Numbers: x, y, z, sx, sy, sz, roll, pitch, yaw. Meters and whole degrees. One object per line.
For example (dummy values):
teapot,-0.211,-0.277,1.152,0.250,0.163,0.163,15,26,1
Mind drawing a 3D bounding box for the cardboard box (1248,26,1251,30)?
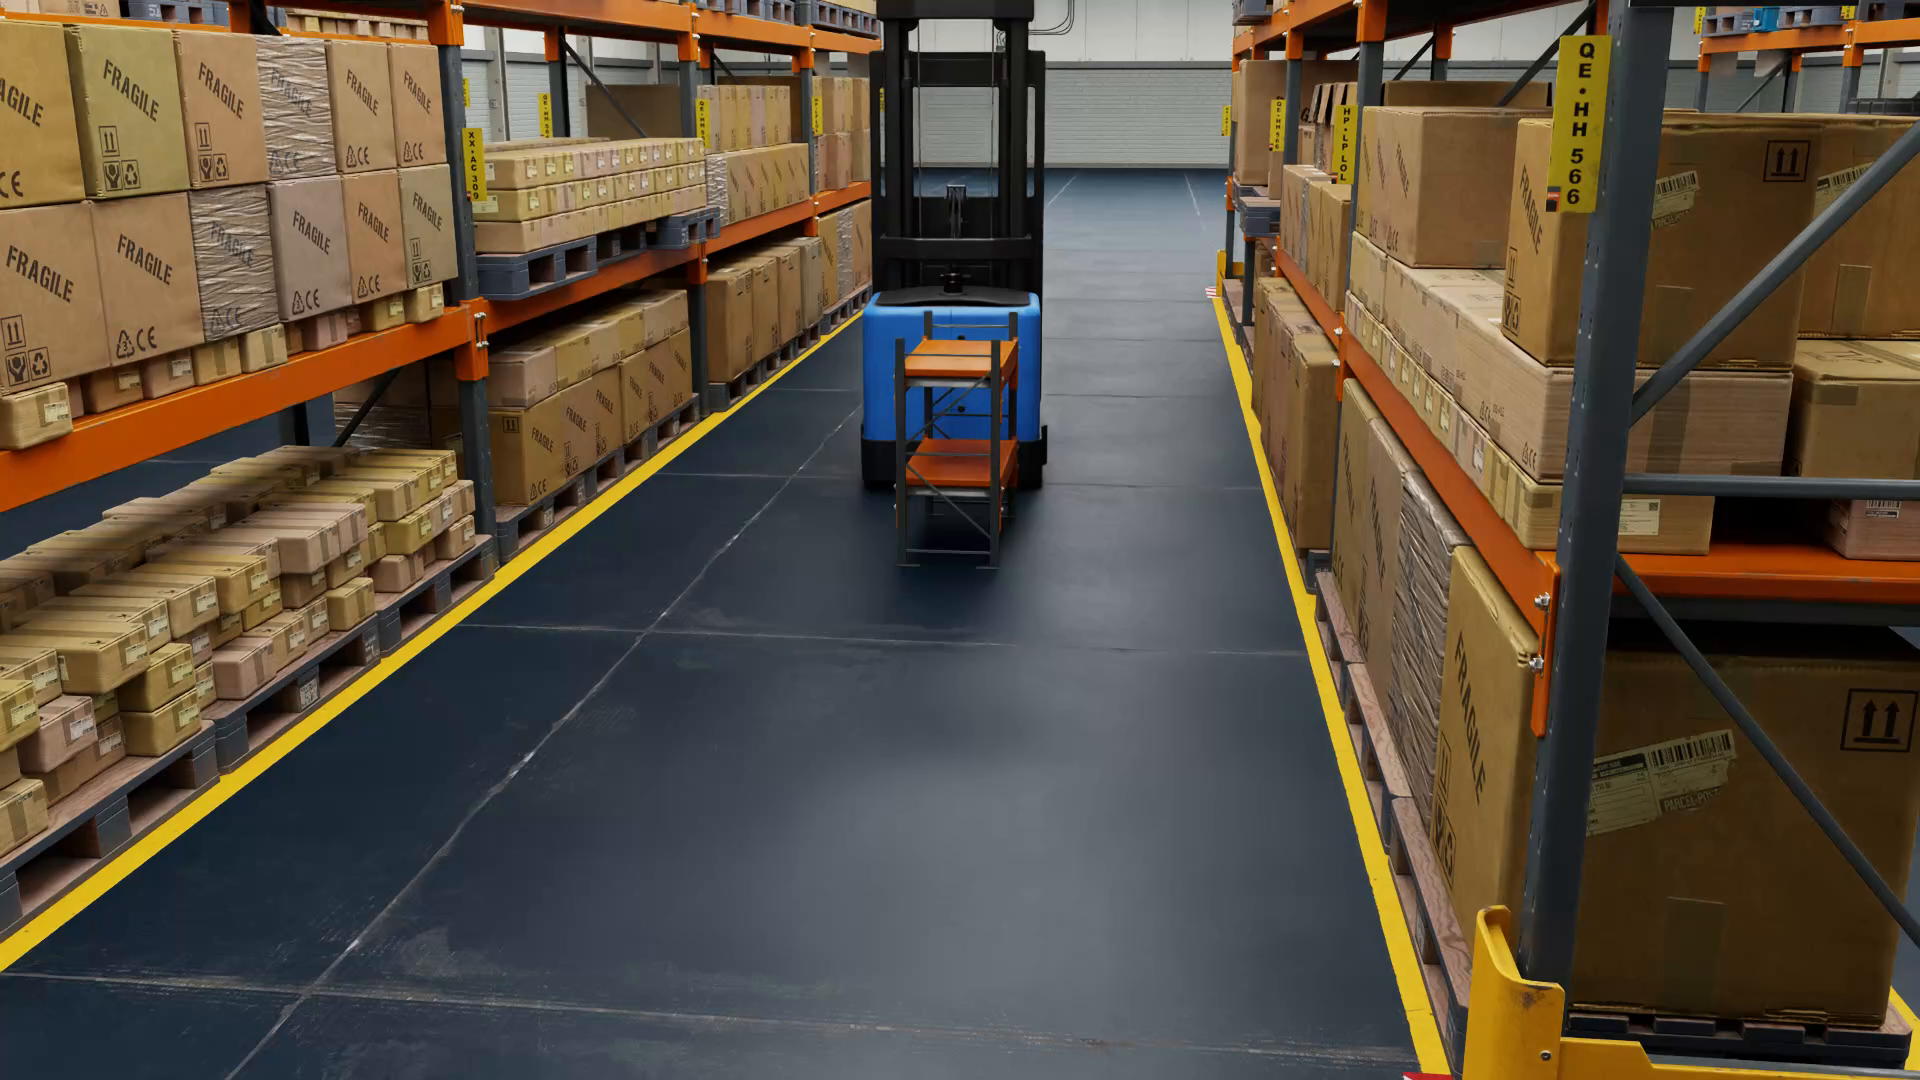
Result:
cardboard box,2.928,-4.842,15.365,0.500,0.250,0.500,2,15,8

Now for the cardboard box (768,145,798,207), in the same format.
cardboard box,-1.700,-3.152,14.381,0.500,0.500,0.500,2,15,6

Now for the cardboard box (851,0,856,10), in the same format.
cardboard box,-1.272,-5.501,17.000,0.380,0.149,0.250,2,15,7

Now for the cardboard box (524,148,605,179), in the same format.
cardboard box,-2.136,-2.030,8.962,0.380,0.149,0.250,2,15,6

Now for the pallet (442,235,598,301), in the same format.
pallet,-2.522,-1.405,8.477,1.003,0.211,1.213,2,15,6

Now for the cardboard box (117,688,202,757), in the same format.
cardboard box,-2.720,0.583,5.416,0.380,0.149,0.250,2,15,7

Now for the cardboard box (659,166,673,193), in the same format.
cardboard box,-1.989,-2.222,10.239,0.380,0.149,0.250,2,15,6

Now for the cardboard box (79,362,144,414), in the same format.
cardboard box,-2.823,-0.495,5.228,0.380,0.149,0.250,2,15,6

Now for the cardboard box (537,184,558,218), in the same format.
cardboard box,-2.224,-1.684,8.251,0.380,0.149,0.250,1,15,5

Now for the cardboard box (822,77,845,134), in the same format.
cardboard box,-1.630,-4.349,16.641,0.875,0.550,0.550,2,15,6

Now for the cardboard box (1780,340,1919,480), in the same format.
cardboard box,2.035,-0.281,3.673,0.500,0.250,0.500,1,15,5

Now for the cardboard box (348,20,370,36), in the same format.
cardboard box,-6.268,-5.230,16.991,0.380,0.149,0.250,1,15,5

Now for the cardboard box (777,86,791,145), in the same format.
cardboard box,-1.900,-3.780,14.788,0.700,0.500,0.500,1,15,5

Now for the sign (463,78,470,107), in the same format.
sign,-5.779,-5.225,19.415,0.100,0.325,0.005,2,15,6

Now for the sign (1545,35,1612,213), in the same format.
sign,1.175,-0.786,3.152,0.100,0.325,0.005,2,15,6

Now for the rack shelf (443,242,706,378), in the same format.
rack shelf,-2.527,-1.475,9.747,1.077,0.370,4.000,2,15,6

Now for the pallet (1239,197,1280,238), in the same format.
pallet,2.590,-2.264,11.655,1.213,0.211,1.003,2,15,6

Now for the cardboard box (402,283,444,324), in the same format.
cardboard box,-2.473,-1.031,7.210,0.380,0.149,0.250,1,15,5

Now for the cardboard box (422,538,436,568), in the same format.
cardboard box,-2.571,0.047,7.399,0.380,0.149,0.250,2,15,8

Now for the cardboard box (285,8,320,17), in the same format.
cardboard box,-6.458,-5.123,15.832,0.500,0.250,0.500,1,15,5

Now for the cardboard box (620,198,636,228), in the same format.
cardboard box,-2.078,-1.877,9.535,0.380,0.149,0.250,1,15,4

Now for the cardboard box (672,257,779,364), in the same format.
cardboard box,-2.048,-1.840,13.224,1.050,0.750,0.750,2,15,7

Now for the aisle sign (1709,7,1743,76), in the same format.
aisle sign,8.156,-5.380,17.830,0.394,0.787,0.004,2,15,6

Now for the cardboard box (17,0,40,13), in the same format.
cardboard box,-6.998,-3.986,12.169,0.396,0.266,0.258,2,15,6

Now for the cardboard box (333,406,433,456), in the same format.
cardboard box,-2.920,-0.499,8.744,0.500,0.500,0.500,1,15,5

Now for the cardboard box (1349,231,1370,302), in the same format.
cardboard box,1.851,-1.088,6.657,0.500,0.250,0.500,1,15,5

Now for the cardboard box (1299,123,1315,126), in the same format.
cardboard box,2.963,-3.006,13.030,0.797,0.503,0.637,3,15,12

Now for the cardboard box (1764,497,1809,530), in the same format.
cardboard box,2.108,-0.121,3.845,0.380,0.149,0.250,1,15,5

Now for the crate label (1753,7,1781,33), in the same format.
crate label,7.900,-4.998,15.937,0.502,0.251,0.408,2,15,6

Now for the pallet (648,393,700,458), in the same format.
pallet,-2.391,-0.792,11.186,1.003,0.211,1.213,2,15,6

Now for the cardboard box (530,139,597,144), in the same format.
cardboard box,-2.574,-2.525,10.792,0.380,0.149,0.250,1,15,5

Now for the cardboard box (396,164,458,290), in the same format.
cardboard box,-2.527,-1.361,7.189,0.500,0.500,0.500,2,15,6

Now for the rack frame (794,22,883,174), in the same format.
rack frame,-1.399,-4.416,19.245,1.000,3.000,0.127,2,15,6

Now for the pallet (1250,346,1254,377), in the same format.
pallet,2.845,-1.340,13.215,1.003,0.211,1.213,2,15,6

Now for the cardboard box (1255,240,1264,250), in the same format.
cardboard box,3.398,-2.922,17.705,0.500,0.500,0.500,6,16,21

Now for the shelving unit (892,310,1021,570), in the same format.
shelving unit,-0.001,-0.541,8.509,0.538,1.125,1.048,2,15,6

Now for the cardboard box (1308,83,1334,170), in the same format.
cardboard box,2.517,-2.512,10.091,0.797,0.503,0.637,2,15,8

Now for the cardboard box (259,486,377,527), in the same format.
cardboard box,-2.652,-0.120,6.876,0.380,0.149,0.250,2,15,8

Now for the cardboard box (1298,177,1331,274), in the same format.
cardboard box,2.122,-1.702,9.019,0.500,0.500,0.500,2,15,6

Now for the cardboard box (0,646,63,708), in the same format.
cardboard box,-2.896,0.420,4.881,0.380,0.149,0.250,2,15,7

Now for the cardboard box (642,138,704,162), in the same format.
cardboard box,-1.901,-2.569,10.952,0.380,0.149,0.250,1,15,4

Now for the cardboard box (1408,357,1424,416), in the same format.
cardboard box,1.598,-0.471,5.138,0.380,0.149,0.250,2,15,7

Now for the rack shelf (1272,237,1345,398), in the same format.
rack shelf,2.390,-1.302,9.110,1.077,0.370,4.000,2,15,6

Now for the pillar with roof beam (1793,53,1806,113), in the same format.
pillar with roof beam,18.171,-14.402,44.684,9.100,9.000,0.400,2,15,6

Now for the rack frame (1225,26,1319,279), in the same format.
rack frame,3.518,-4.243,18.608,1.000,3.000,0.127,2,15,6

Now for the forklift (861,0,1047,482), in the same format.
forklift,-0.008,-2.077,10.729,1.130,2.935,3.031,0,15,2

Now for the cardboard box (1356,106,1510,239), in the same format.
cardboard box,1.856,-1.447,6.549,0.500,0.500,0.500,2,15,6

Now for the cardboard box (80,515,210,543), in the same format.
cardboard box,-3.132,0.008,6.403,0.380,0.149,0.250,1,15,4

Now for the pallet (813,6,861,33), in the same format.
pallet,-1.607,-5.311,16.979,1.003,0.211,1.213,2,15,6

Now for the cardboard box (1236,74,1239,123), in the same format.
cardboard box,3.016,-4.394,16.489,0.500,0.500,0.500,2,15,6

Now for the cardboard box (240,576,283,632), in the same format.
cardboard box,-2.761,0.224,6.174,0.380,0.149,0.250,2,15,9

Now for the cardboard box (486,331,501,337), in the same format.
cardboard box,-2.849,-0.995,9.142,0.500,0.250,0.500,2,15,9

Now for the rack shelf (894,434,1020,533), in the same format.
rack shelf,-0.001,-0.305,8.573,0.538,0.278,1.000,2,15,6
